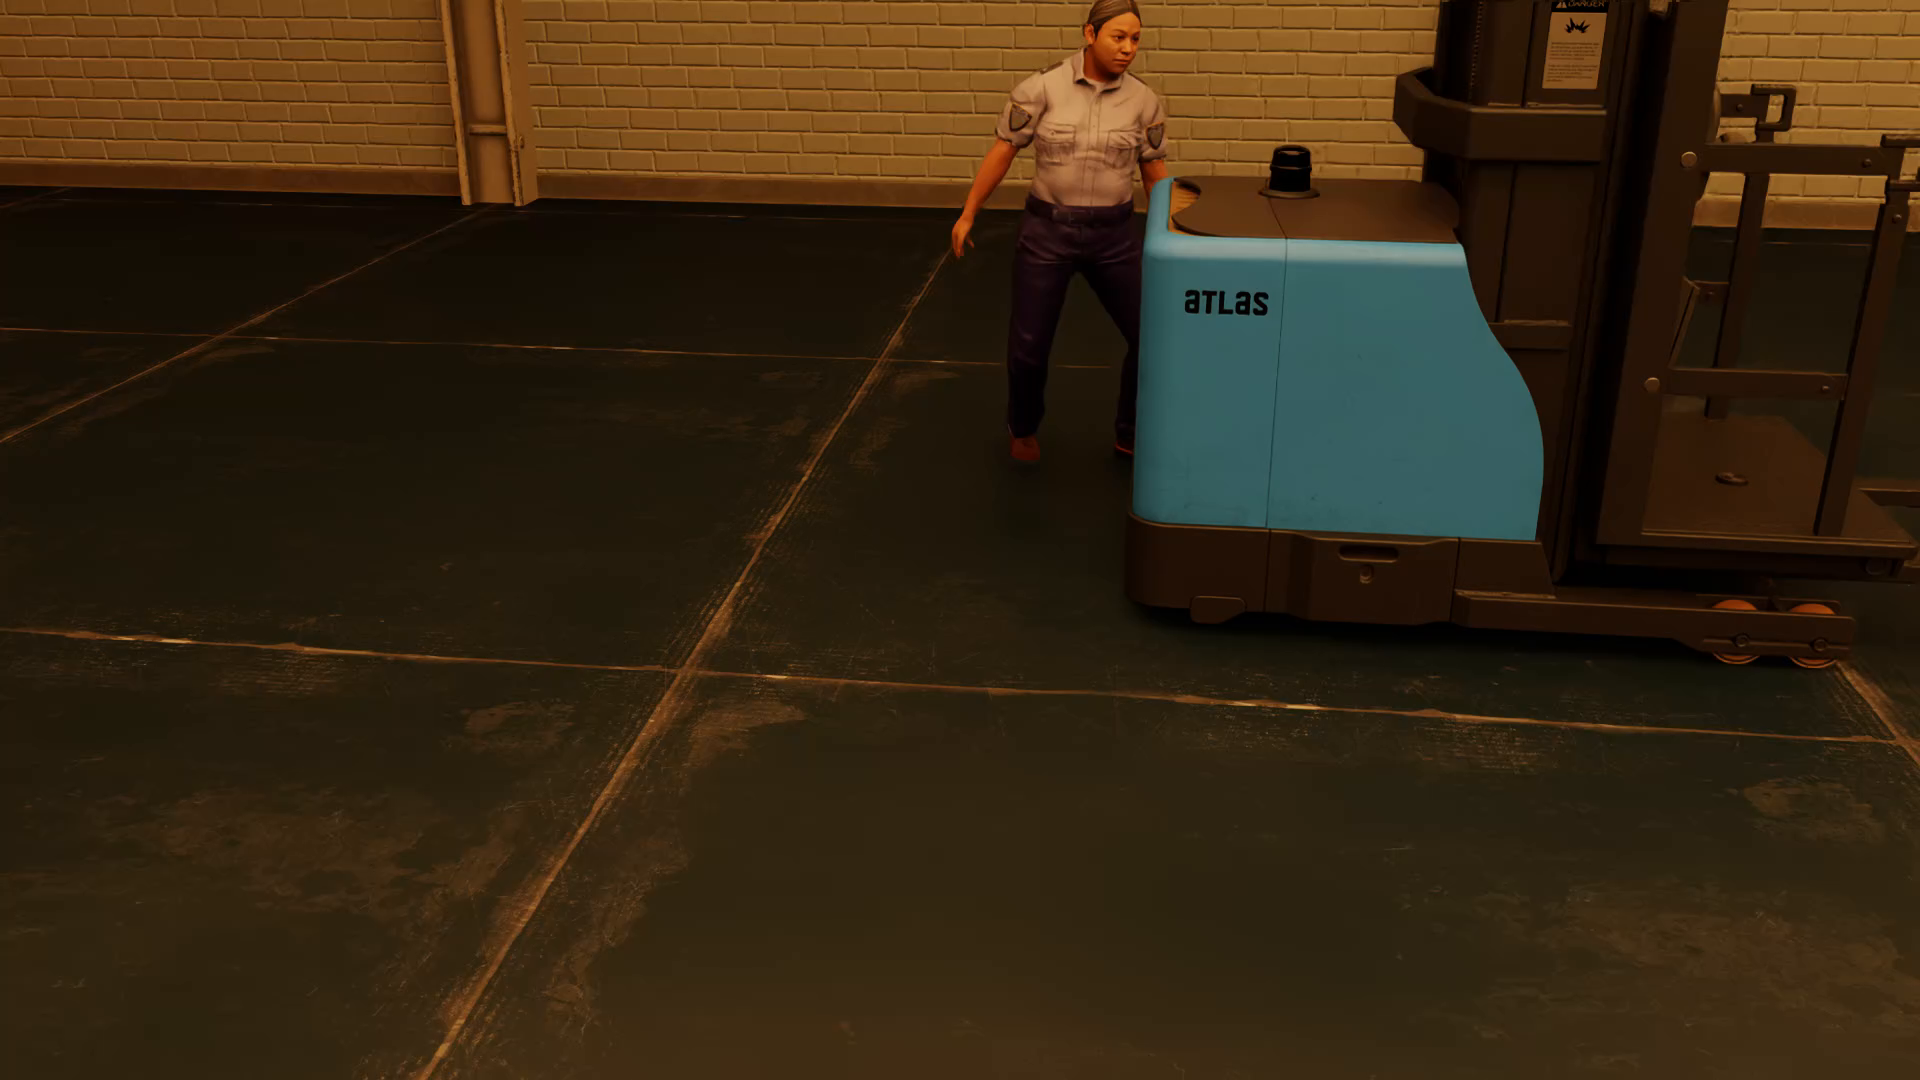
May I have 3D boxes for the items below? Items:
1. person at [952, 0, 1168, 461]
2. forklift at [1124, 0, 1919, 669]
[{"bbox_3d":[0.393,-0.999,5.613,0.840,1.631,0.476,0,22,0],"label":"person"},{"bbox_3d":[2.015,-1.235,4.320,3.031,2.935,1.130,3,22,7],"label":"forklift"}]
